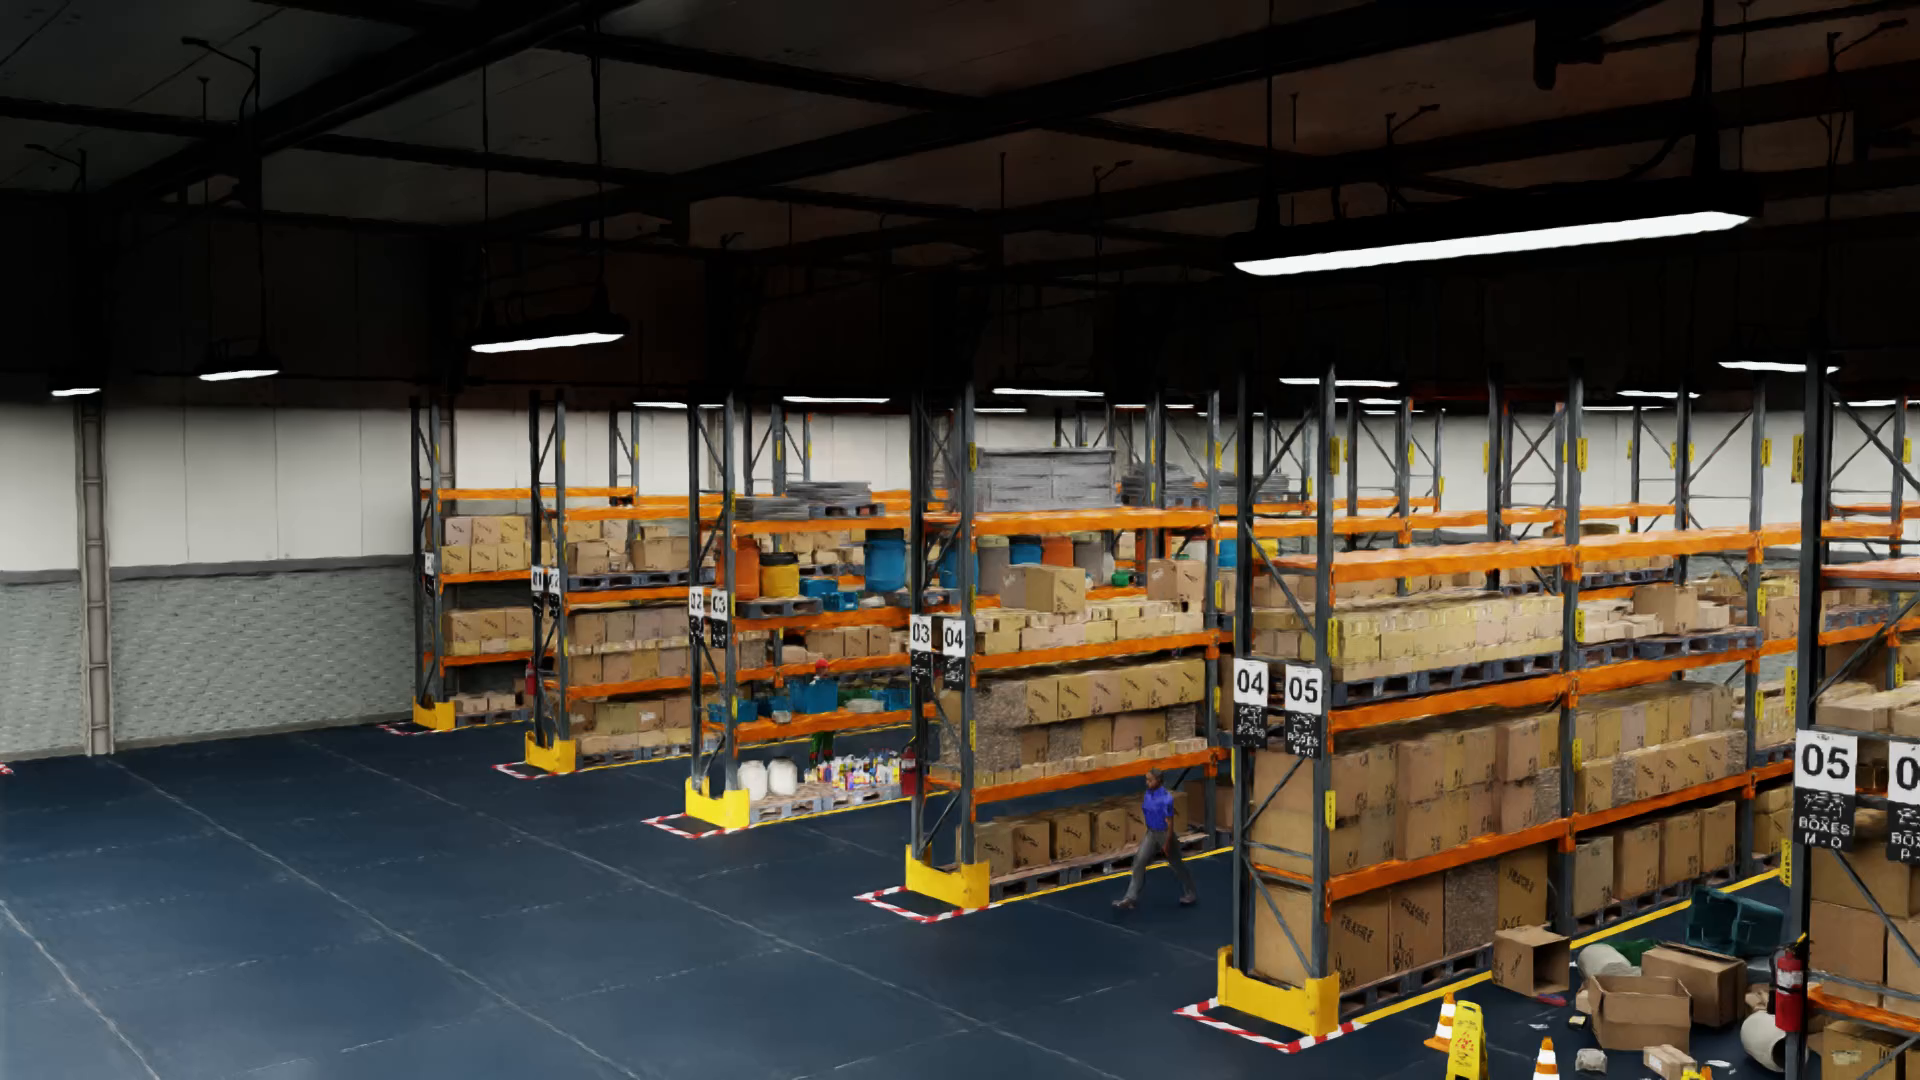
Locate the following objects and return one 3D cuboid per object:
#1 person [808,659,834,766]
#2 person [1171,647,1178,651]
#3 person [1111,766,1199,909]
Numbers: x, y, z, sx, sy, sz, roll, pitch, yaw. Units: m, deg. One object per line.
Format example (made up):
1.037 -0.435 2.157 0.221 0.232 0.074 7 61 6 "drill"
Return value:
-2.087 2.732 25.776 0.450 1.787 0.605 1 4 19 "person"
5.073 2.027 37.913 0.464 1.772 0.645 2 4 31 "person"
2.190 3.282 18.354 1.082 1.558 0.450 -2 4 -37 "person"
